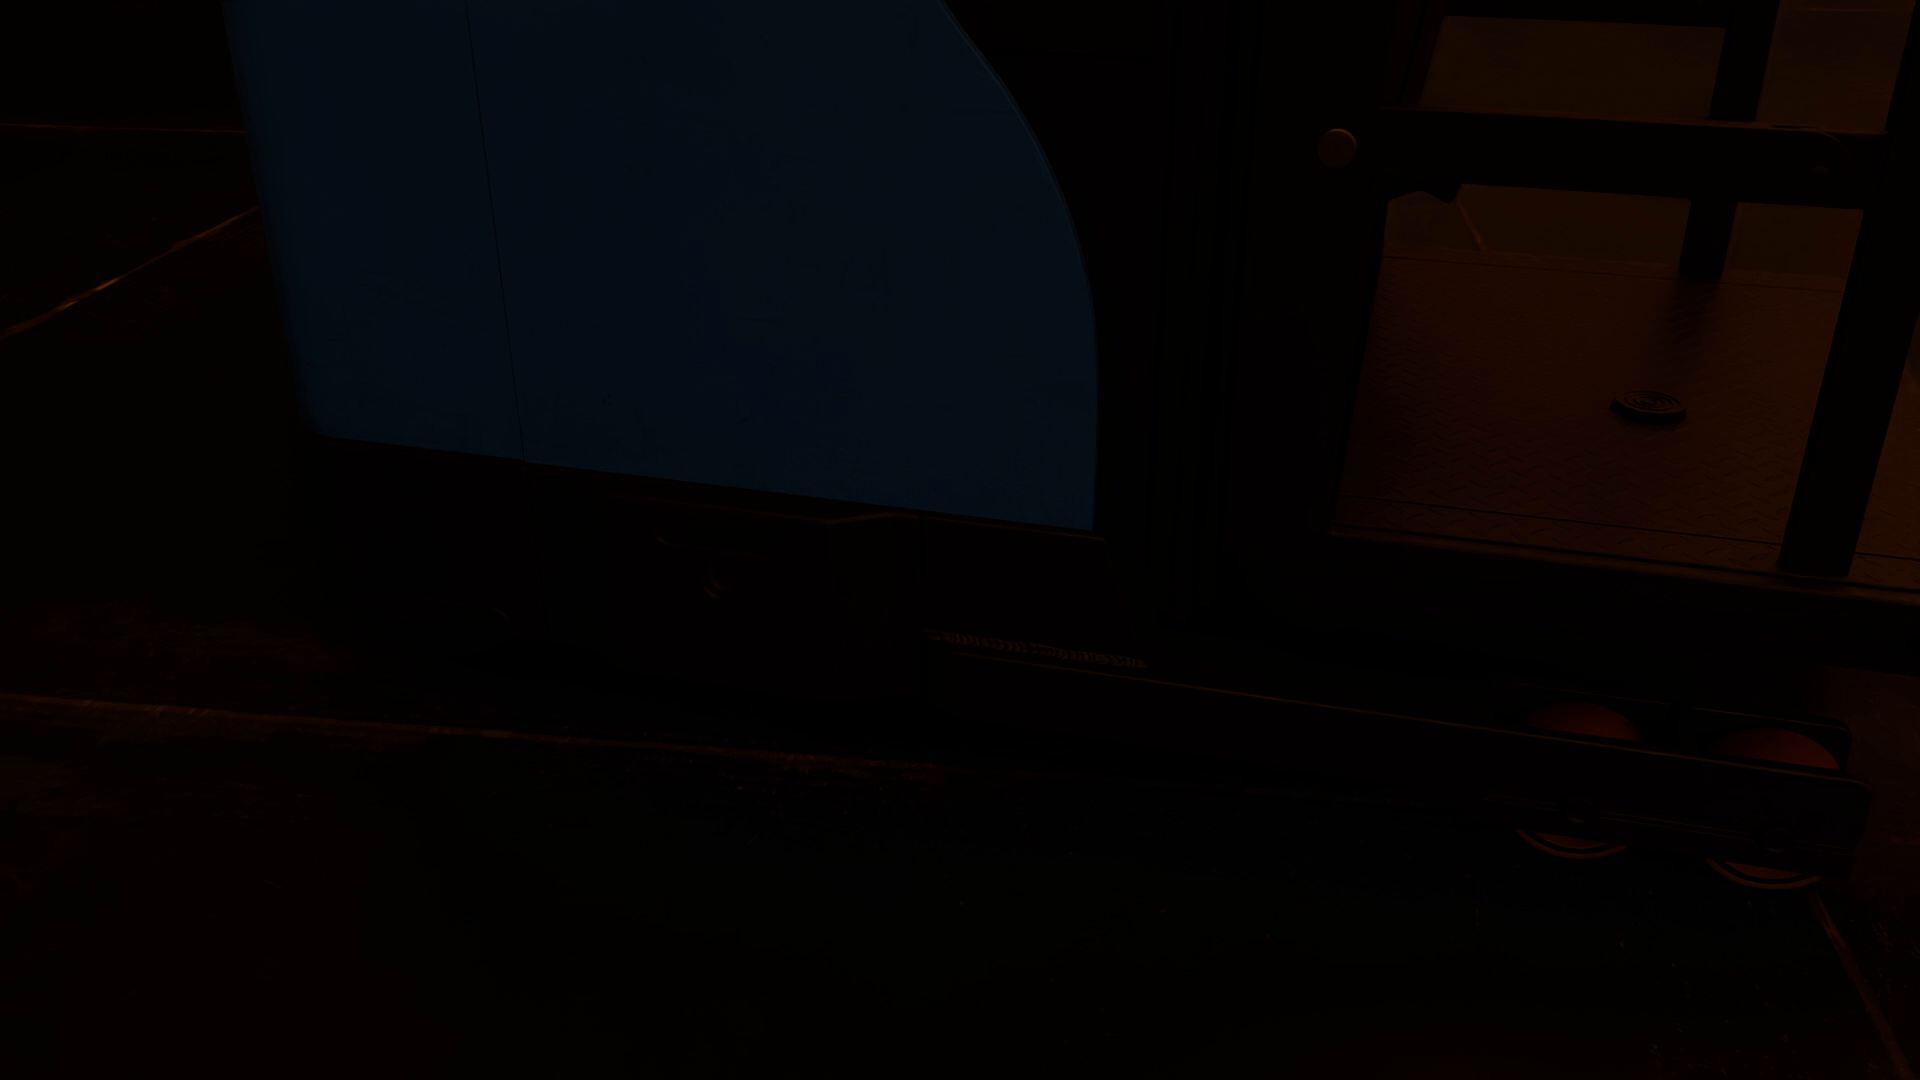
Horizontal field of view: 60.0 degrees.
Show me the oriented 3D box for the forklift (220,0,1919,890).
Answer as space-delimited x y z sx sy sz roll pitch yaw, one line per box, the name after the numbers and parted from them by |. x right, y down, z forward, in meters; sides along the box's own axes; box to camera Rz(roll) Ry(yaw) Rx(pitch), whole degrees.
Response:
0.720 -1.207 1.635 3.031 2.935 1.130 7 27 14 | forklift
